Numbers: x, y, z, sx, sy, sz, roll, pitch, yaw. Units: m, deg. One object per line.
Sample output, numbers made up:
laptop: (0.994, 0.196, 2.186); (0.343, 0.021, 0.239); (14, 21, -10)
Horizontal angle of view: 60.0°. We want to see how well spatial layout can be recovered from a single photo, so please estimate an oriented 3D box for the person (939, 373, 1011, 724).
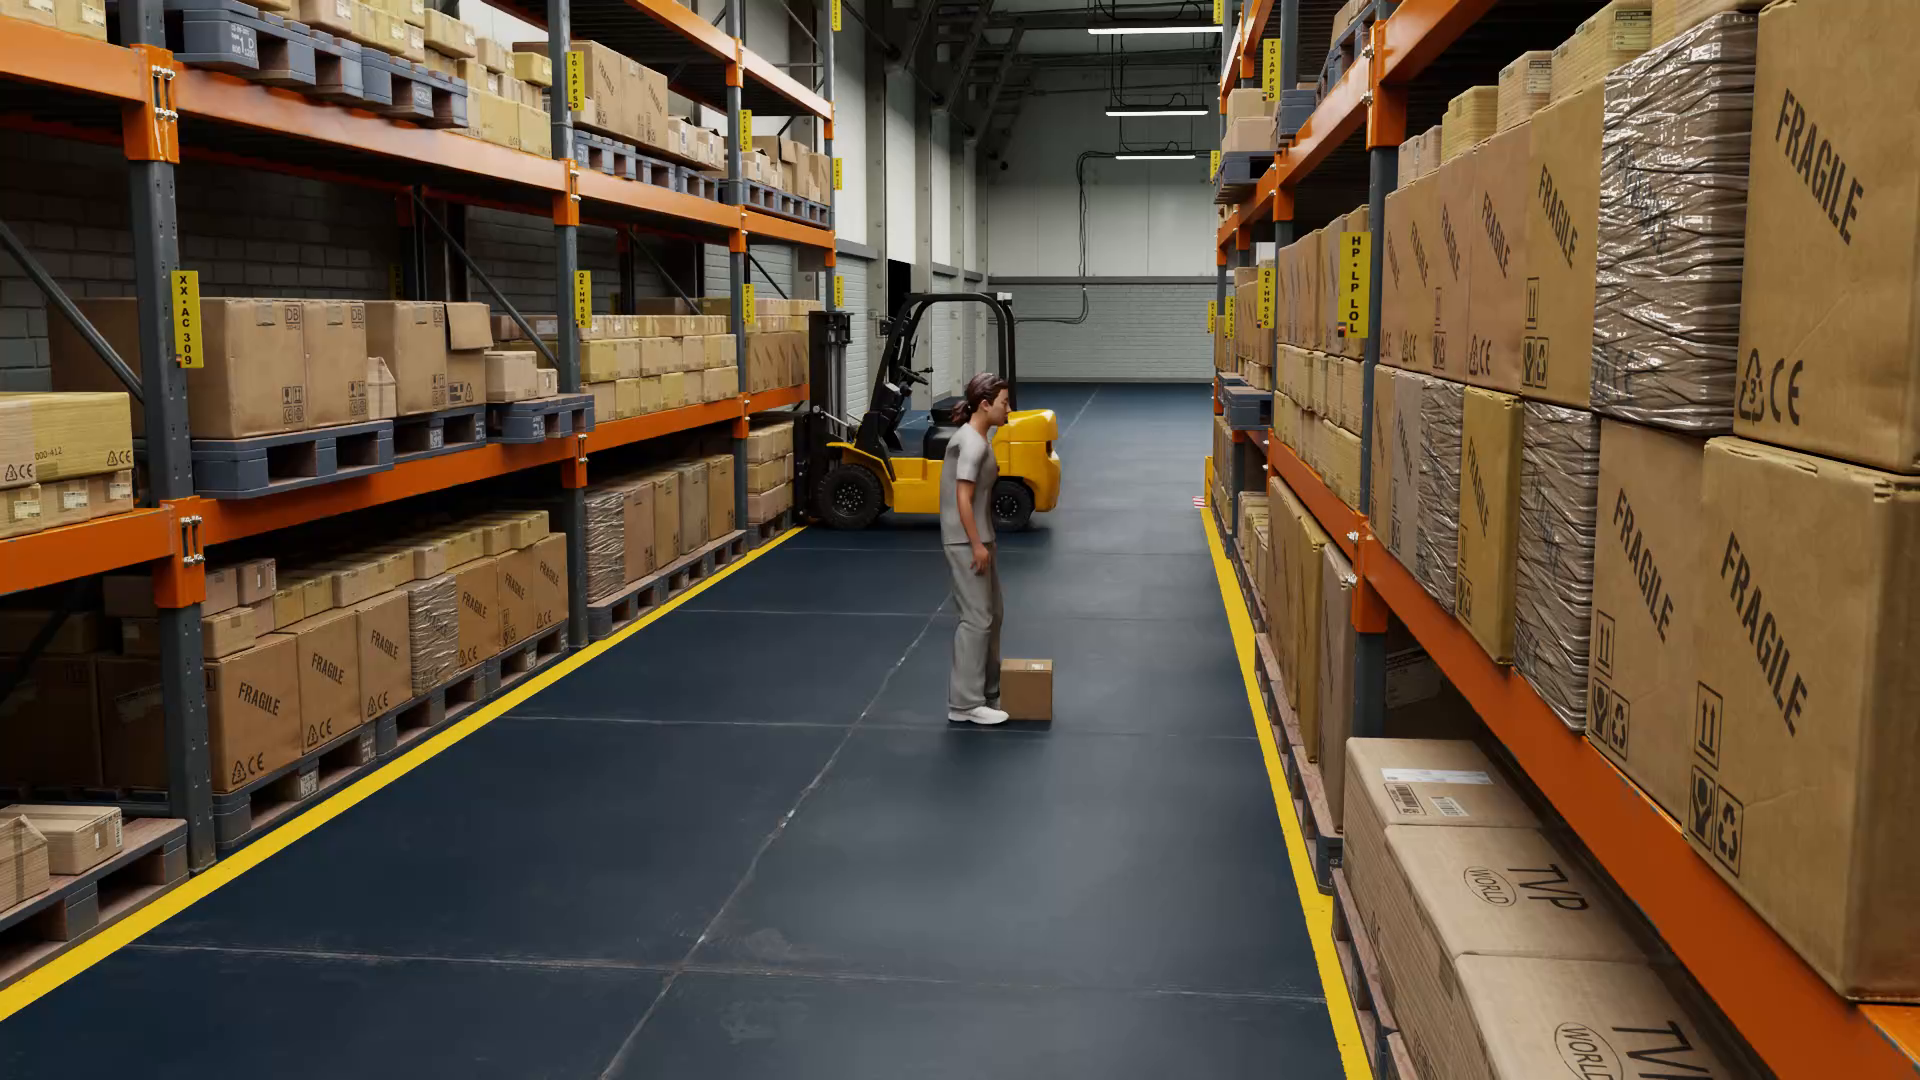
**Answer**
person: (0.105, 0.030, 8.093); (0.404, 1.670, 0.486); (1, 8, 7)
